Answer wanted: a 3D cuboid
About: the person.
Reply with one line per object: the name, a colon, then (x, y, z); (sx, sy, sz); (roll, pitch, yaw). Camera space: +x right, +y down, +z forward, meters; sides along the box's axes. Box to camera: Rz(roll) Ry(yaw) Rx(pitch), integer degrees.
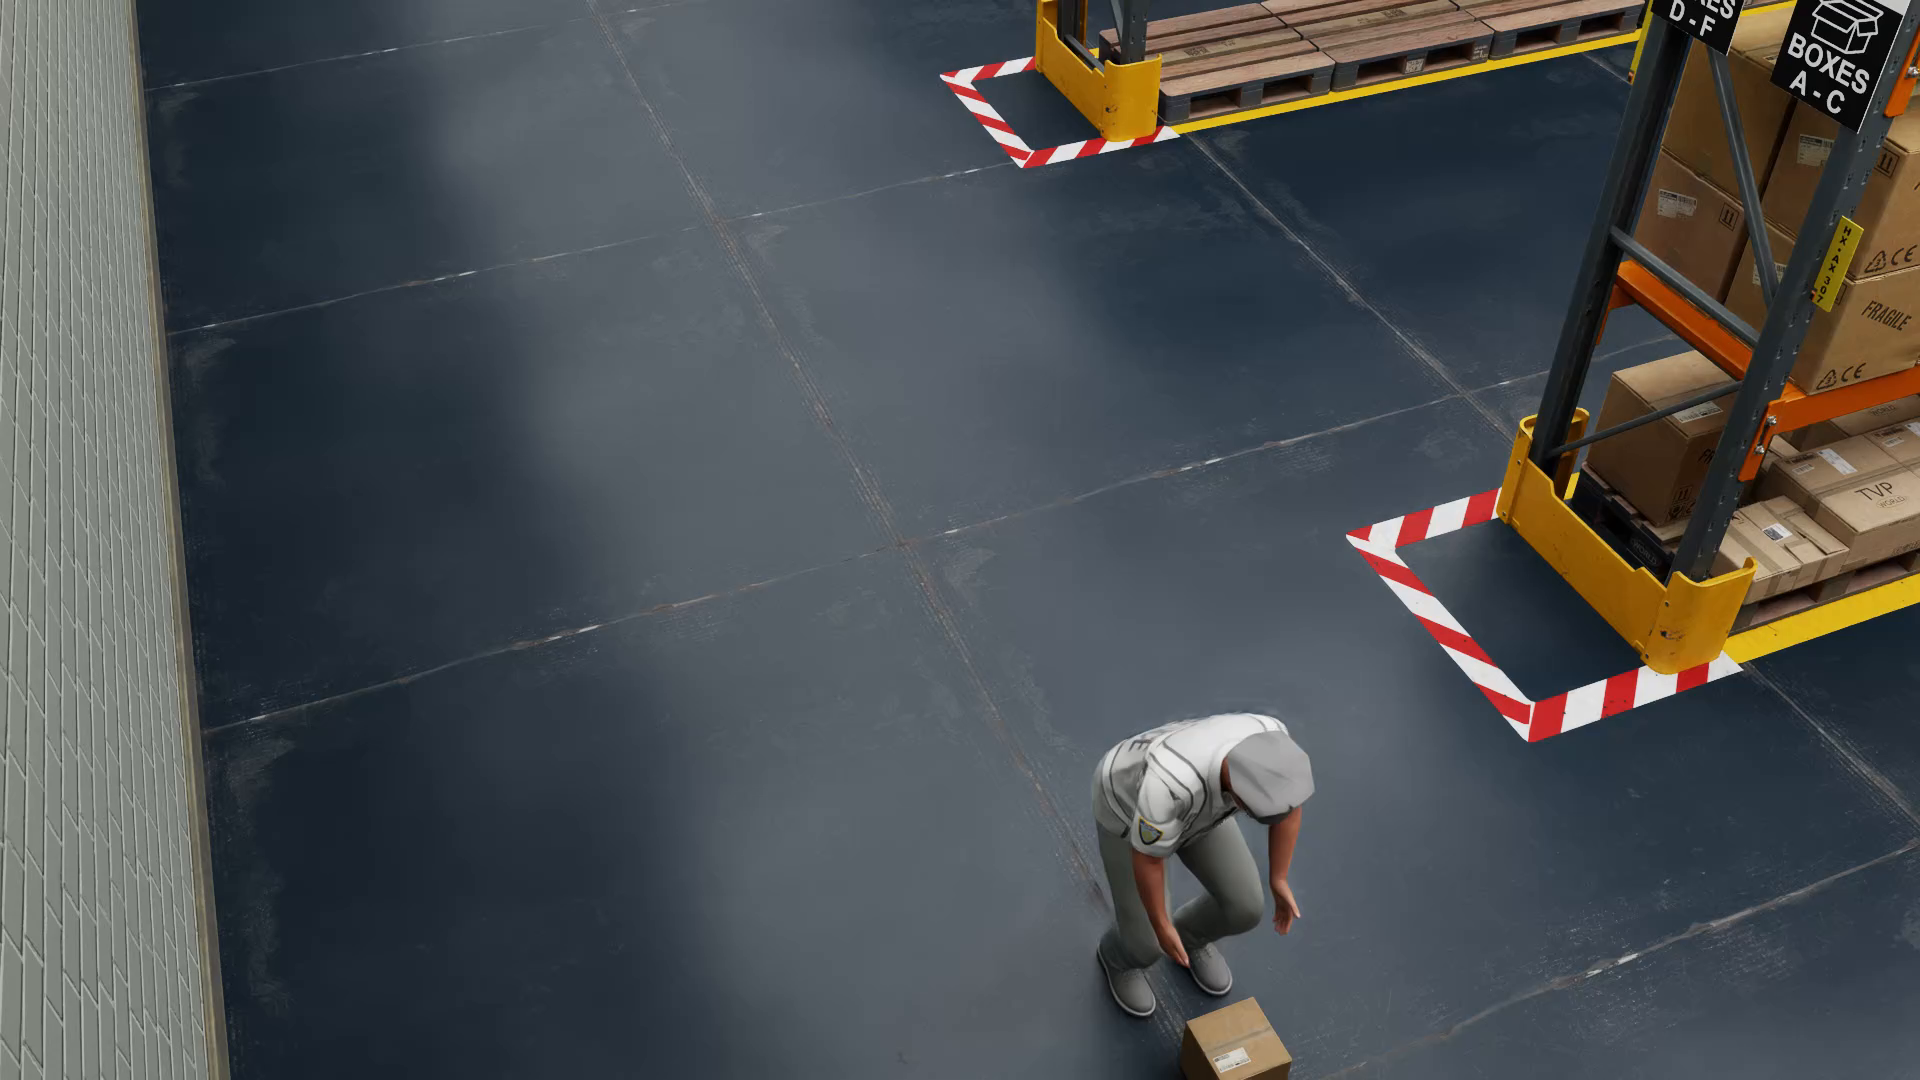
person: (0.760, 0.978, 5.291); (0.590, 1.439, 0.792); (-15, 44, -16)
